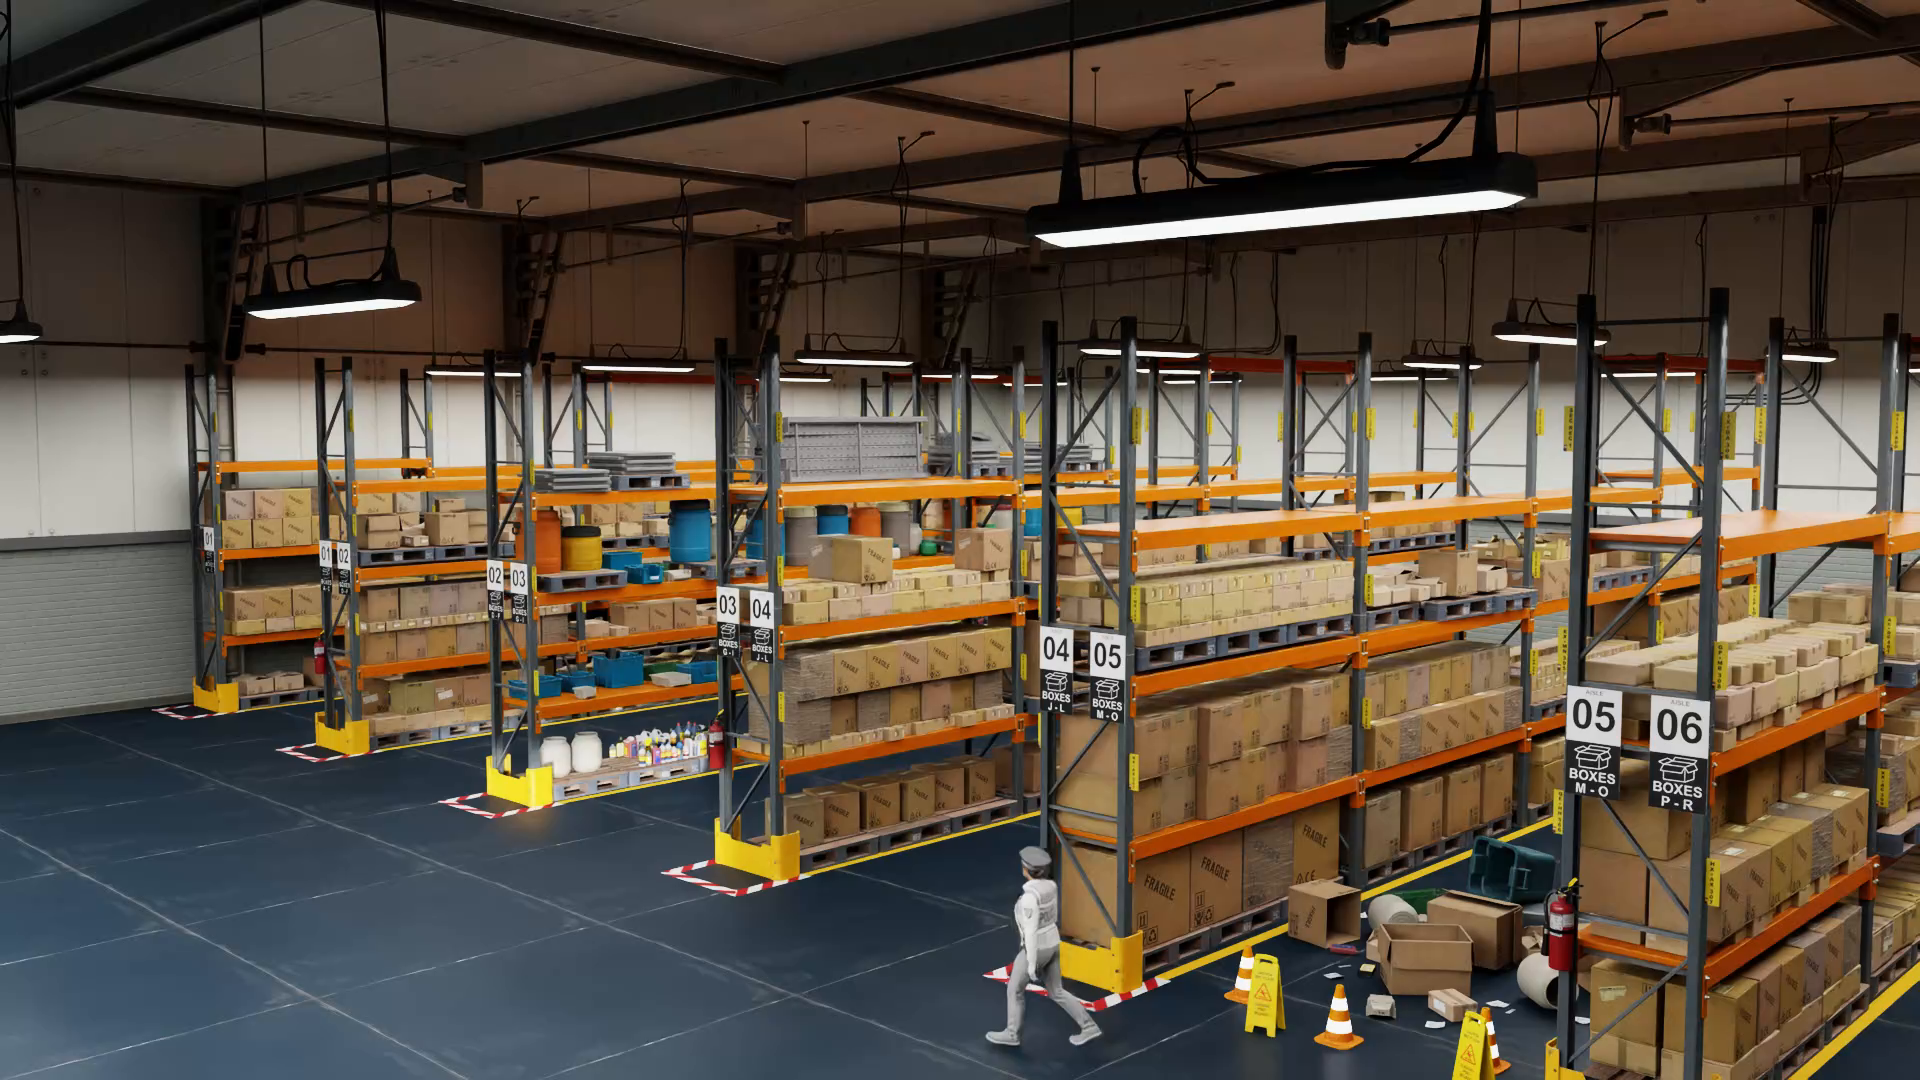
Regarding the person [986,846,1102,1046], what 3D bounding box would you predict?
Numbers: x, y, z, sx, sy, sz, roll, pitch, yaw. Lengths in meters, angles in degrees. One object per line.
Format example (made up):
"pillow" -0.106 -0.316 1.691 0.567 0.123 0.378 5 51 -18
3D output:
"person" 0.680 3.302 13.437 0.965 1.639 0.517 2 5 25
